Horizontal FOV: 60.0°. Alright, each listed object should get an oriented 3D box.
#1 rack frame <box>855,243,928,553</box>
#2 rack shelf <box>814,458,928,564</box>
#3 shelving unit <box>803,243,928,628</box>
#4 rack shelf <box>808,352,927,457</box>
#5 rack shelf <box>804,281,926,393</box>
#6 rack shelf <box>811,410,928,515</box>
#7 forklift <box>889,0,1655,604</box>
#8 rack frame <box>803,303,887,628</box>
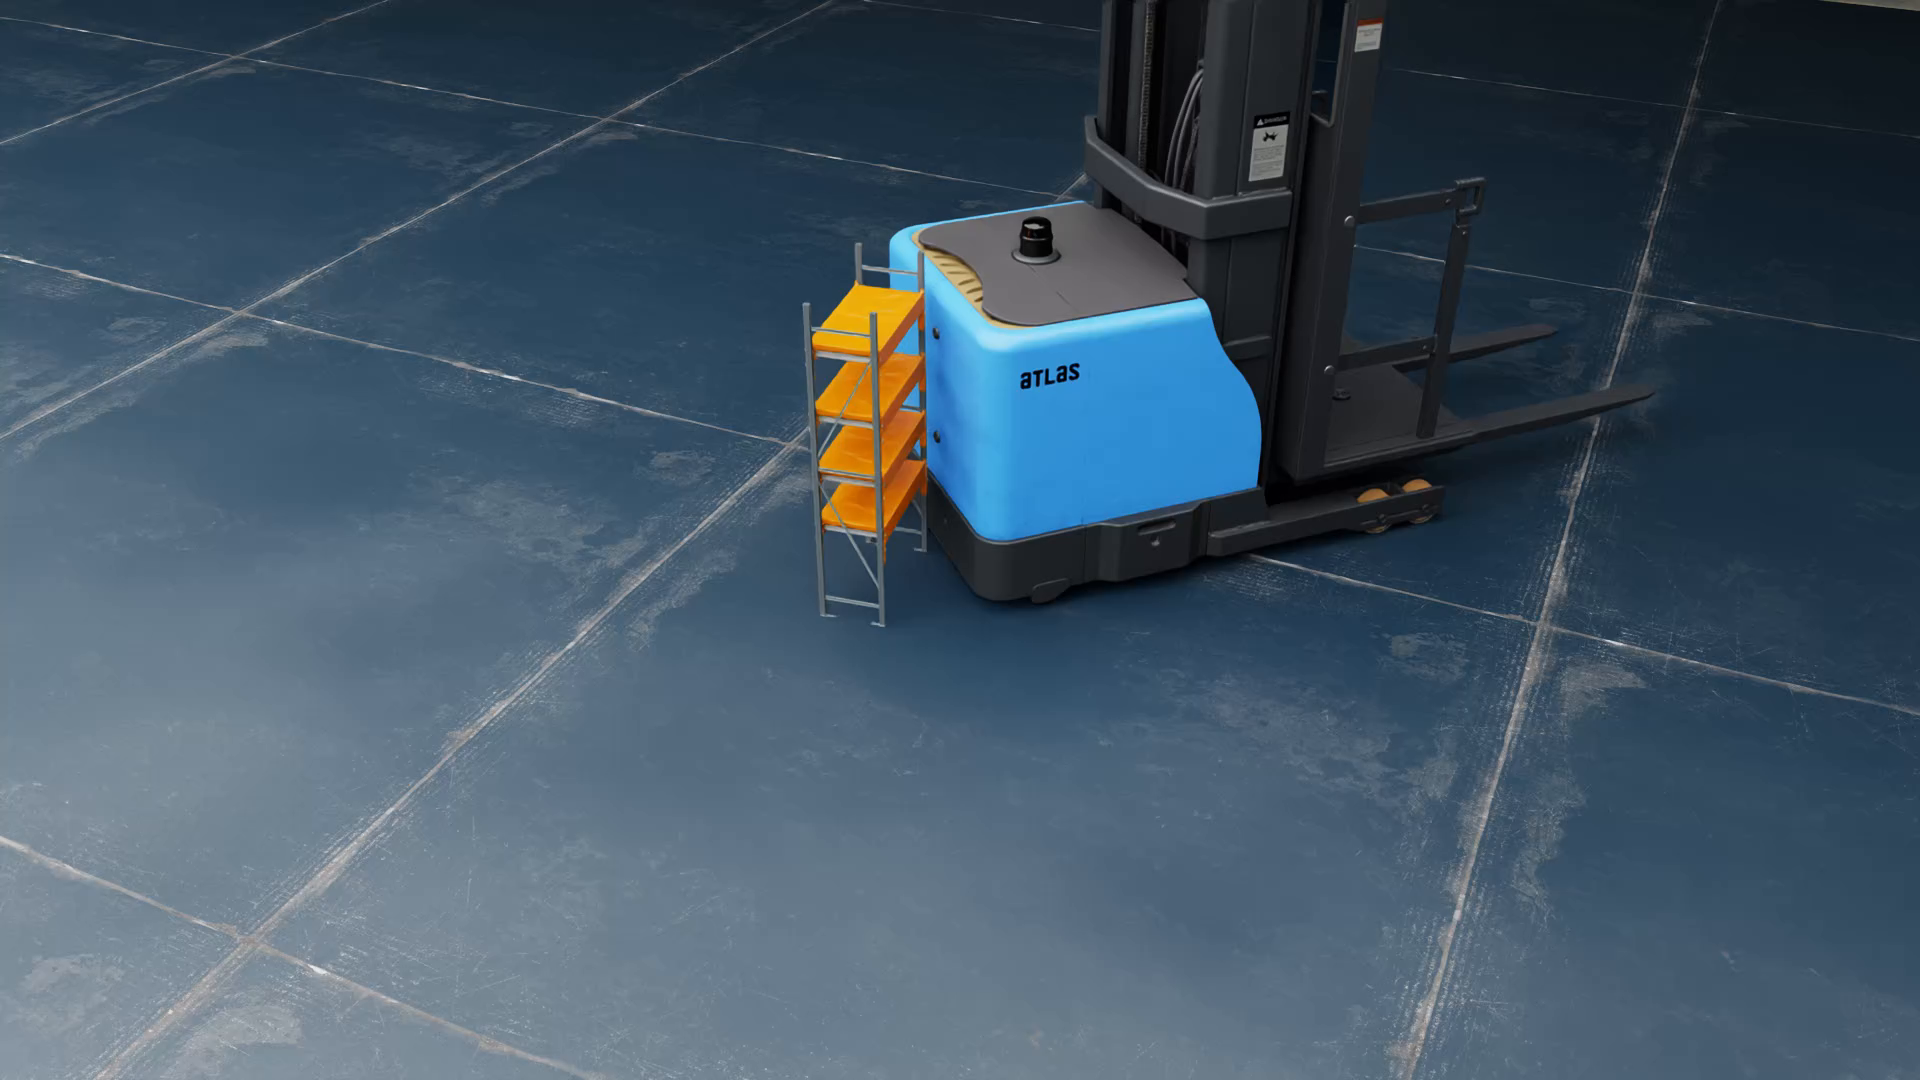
[{"bbox_3d":[-0.236,-0.474,5.879,0.240,1.200,0.015,9,34,14],"label":"rack frame"},{"bbox_3d":[-0.304,-0.124,5.829,0.258,0.148,0.480,9,34,14],"label":"rack shelf"},{"bbox_3d":[-0.304,-0.346,5.684,0.258,1.200,0.503,9,34,14],"label":"shelving unit"},{"bbox_3d":[-0.304,-0.477,5.598,0.258,0.148,0.480,9,34,14],"label":"rack shelf"},{"bbox_3d":[-0.304,-0.675,5.468,0.258,0.148,0.480,9,34,14],"label":"rack shelf"},{"bbox_3d":[-0.304,-0.290,5.720,0.258,0.148,0.480,9,34,14],"label":"rack shelf"},{"bbox_3d":[1.300,-1.507,5.875,3.031,2.935,1.130,-12,35,-18],"label":"forklift"},{"bbox_3d":[-0.373,-0.218,5.488,0.240,1.200,0.015,9,34,14],"label":"rack frame"}]
